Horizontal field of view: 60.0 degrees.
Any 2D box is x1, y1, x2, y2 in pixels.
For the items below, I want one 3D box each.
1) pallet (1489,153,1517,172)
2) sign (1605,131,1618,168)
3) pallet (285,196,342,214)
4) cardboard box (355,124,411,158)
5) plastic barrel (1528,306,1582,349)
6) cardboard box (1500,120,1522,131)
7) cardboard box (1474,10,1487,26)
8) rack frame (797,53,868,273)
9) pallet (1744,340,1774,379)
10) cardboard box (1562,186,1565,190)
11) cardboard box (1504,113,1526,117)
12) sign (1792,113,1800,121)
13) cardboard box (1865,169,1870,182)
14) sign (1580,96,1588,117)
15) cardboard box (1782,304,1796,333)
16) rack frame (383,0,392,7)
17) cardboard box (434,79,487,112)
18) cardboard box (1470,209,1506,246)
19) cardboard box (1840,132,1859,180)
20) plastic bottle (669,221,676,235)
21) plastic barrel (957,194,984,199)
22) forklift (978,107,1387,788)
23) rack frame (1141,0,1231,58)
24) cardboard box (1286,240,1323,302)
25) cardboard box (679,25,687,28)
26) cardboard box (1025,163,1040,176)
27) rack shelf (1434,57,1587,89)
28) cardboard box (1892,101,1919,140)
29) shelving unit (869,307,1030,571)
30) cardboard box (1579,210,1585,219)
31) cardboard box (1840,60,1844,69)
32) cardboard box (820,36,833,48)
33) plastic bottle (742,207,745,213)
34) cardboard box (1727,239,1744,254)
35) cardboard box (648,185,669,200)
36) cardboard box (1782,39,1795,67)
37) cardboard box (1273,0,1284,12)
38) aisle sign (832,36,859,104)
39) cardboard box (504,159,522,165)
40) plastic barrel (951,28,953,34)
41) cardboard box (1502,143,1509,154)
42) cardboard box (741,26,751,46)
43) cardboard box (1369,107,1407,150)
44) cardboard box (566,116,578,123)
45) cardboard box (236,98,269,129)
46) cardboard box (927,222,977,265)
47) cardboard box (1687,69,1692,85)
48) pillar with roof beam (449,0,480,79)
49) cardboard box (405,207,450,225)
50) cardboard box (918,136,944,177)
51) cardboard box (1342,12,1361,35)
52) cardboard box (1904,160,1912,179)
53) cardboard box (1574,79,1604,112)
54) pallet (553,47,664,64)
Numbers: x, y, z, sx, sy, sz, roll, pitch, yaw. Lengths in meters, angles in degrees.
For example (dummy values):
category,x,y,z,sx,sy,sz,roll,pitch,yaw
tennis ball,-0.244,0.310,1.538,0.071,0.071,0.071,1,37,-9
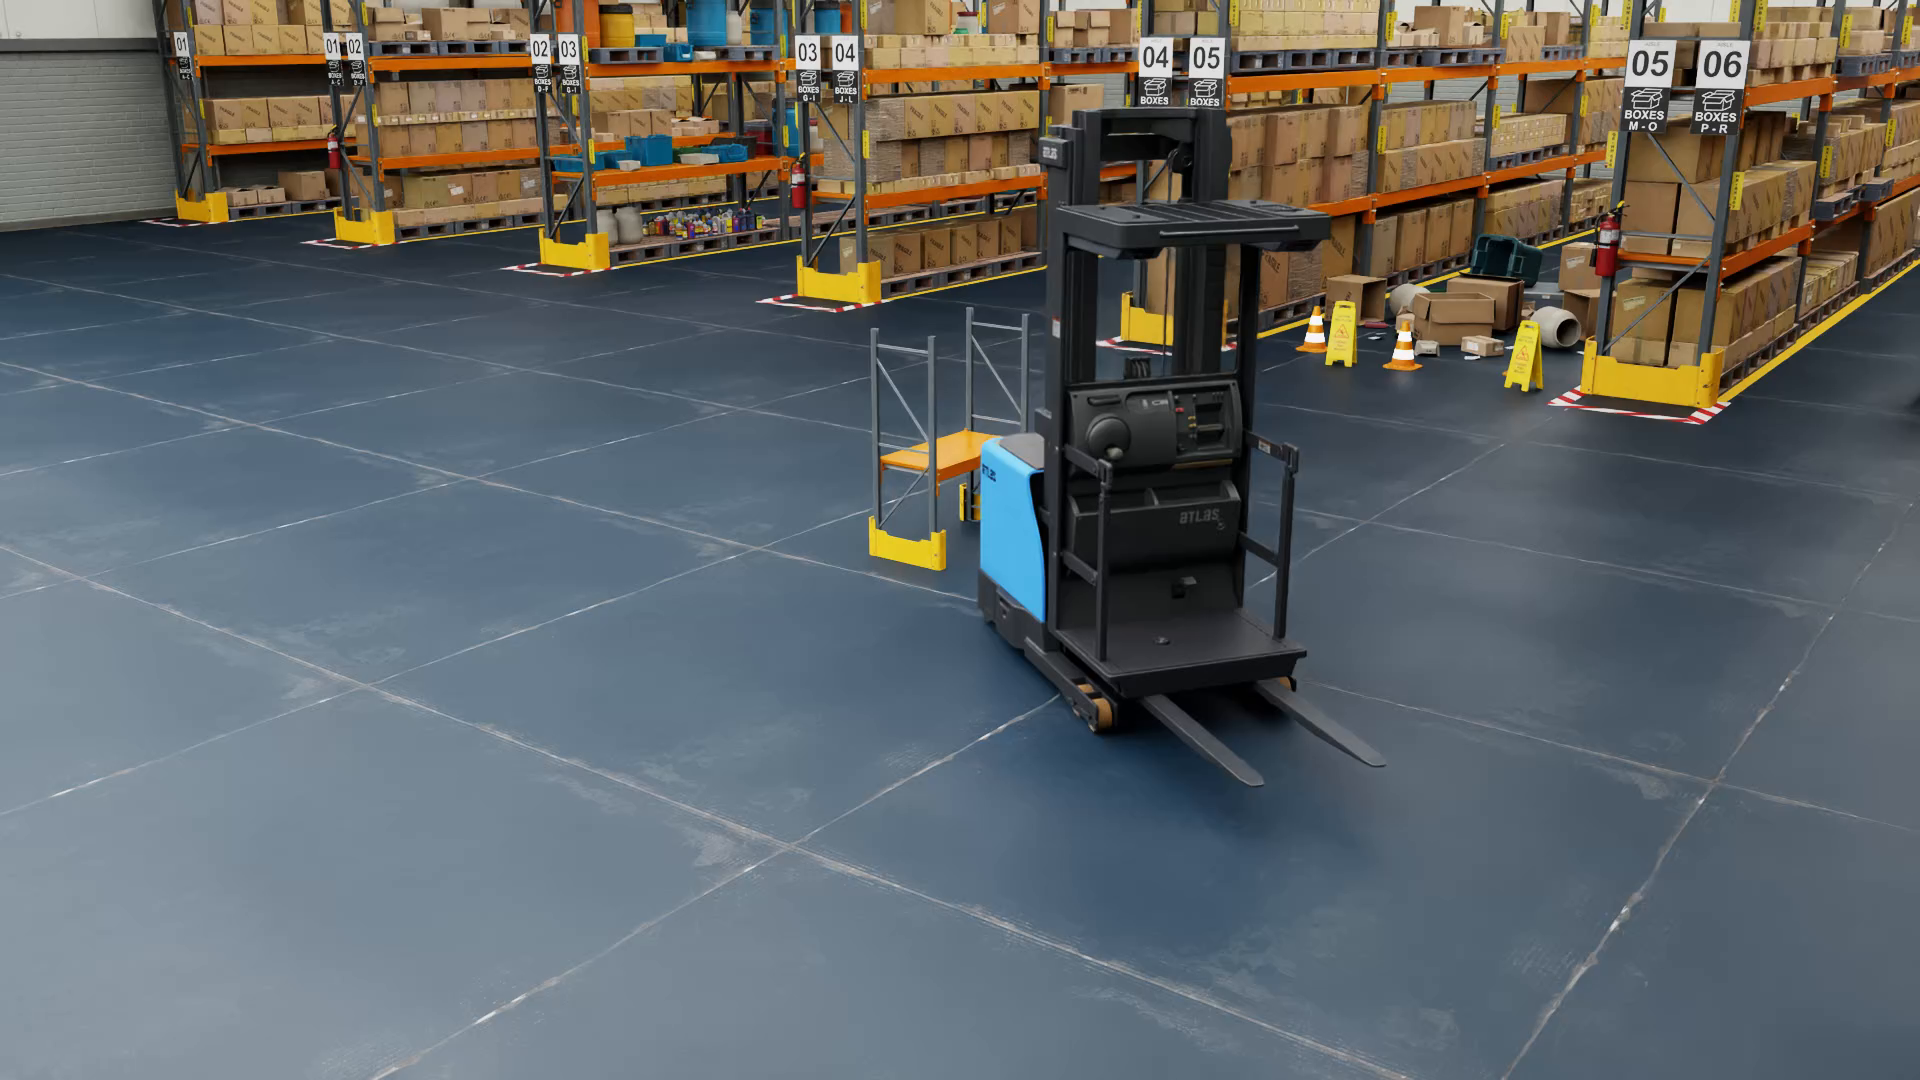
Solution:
category,x,y,z,sx,sy,sz,roll,pitch,yaw
pallet,7.445,-5.599,24.540,1.213,0.211,1.003,12,21,35
sign,5.941,-3.553,15.142,0.100,0.325,0.005,12,21,35
pallet,-12.233,-6.286,31.131,1.003,0.211,1.213,12,21,35
cardboard box,-9.249,-6.406,26.644,0.700,0.500,0.500,12,21,35
plastic barrel,6.389,-2.275,17.857,0.421,0.421,0.512,-4,18,-13
cardboard box,8.162,-6.193,24.840,0.380,0.149,0.250,14,22,37
cardboard box,7.432,-7.615,24.191,0.396,0.266,0.258,12,21,35
rack frame,-1.584,-4.497,20.668,1.000,3.000,0.127,12,21,35
pallet,7.660,-1.909,17.036,1.003,0.211,1.213,12,21,35
cardboard box,10.210,-6.033,28.708,0.380,0.149,0.250,12,21,33
cardboard box,8.885,-6.807,26.819,0.380,0.149,0.250,14,22,37
sign,10.694,-5.302,21.307,0.100,0.325,0.005,12,21,35
cardboard box,10.763,-4.409,20.101,0.380,0.149,0.250,11,20,32
sign,9.937,-6.911,26.488,0.100,0.325,0.005,12,21,35
cardboard box,8.621,-2.398,17.836,0.500,0.250,0.500,14,22,37
rack frame,-11.135,-10.941,31.302,1.000,3.000,0.127,12,21,35
cardboard box,-8.311,-7.403,27.670,0.700,0.500,0.500,12,21,35
cardboard box,7.732,-4.633,24.610,0.500,0.500,0.500,11,21,32
cardboard box,9.871,-4.385,18.928,0.500,0.500,0.500,12,21,34
plastic bottle,-4.454,-4.832,25.722,0.097,0.201,0.097,0,17,0
plastic barrel,0.155,-6.715,31.169,0.600,0.588,0.708,12,21,35
forklift,1.067,-0.590,8.202,1.130,2.935,3.031,-6,18,-18
rack frame,2.339,-6.462,16.879,1.000,3.000,0.127,12,21,35
cardboard box,3.757,-3.383,19.953,0.875,0.875,0.875,13,21,35
cardboard box,-6.149,-11.795,38.487,0.500,0.250,0.500,13,21,35
cardboard box,0.907,-5.227,23.441,0.380,0.149,0.250,12,21,35
rack shelf,8.297,-7.068,25.100,1.077,0.370,4.000,12,21,35
cardboard box,13.158,-5.854,23.183,0.500,0.500,0.500,13,21,36
shelving unit,-0.045,-0.698,10.963,0.587,1.500,1.083,12,21,35
cardboard box,10.229,-5.456,27.854,0.380,0.149,0.250,12,21,34
cardboard box,10.255,-5.765,19.519,0.797,0.503,0.637,12,21,35
cardboard box,-1.669,-6.170,20.577,0.380,0.149,0.250,12,21,35
plastic bottle,-3.447,-5.092,26.306,0.144,0.351,0.185,12,21,35
cardboard box,7.105,-2.782,15.568,0.380,0.149,0.250,12,21,33
cardboard box,-5.799,-6.508,31.070,0.500,0.250,0.500,13,21,36
cardboard box,7.484,-4.568,15.588,0.500,0.250,0.500,13,22,36
cardboard box,3.247,-5.742,17.822,0.380,0.149,0.250,13,21,35
aisle sign,-1.380,-5.671,20.065,0.394,0.787,0.004,12,21,35
cardboard box,-9.539,-7.762,34.655,0.700,0.500,0.500,12,21,35
plastic barrel,-0.274,-9.126,30.042,0.301,0.262,0.301,0,17,0
cardboard box,7.855,-5.782,24.521,0.380,0.149,0.250,14,22,37
cardboard box,-4.538,-9.744,32.338,0.910,0.500,0.500,12,21,35
cardboard box,5.318,-5.317,21.453,0.700,0.500,0.500,12,21,34
cardboard box,-8.370,-8.956,35.415,0.380,0.149,0.250,12,21,34
cardboard box,-12.690,-7.596,29.601,0.500,0.500,0.500,12,21,35
cardboard box,-0.113,-4.069,22.796,0.500,0.500,0.500,10,20,30
cardboard box,6.484,-4.258,15.264,0.380,0.149,0.250,13,21,35
pillar with roof beam,-6.764,-10.976,31.416,9.100,9.000,0.400,12,21,35
cardboard box,-8.745,-5.344,27.324,0.500,0.250,0.500,12,21,35
cardboard box,-0.700,-5.065,21.826,0.875,0.500,0.500,12,21,35
cardboard box,4.334,-6.018,19.381,0.500,0.250,0.500,12,21,34
cardboard box,12.839,-5.143,23.002,0.500,0.250,0.500,12,21,33
cardboard box,10.250,-7.313,27.379,0.500,0.500,0.500,12,21,33
pallet,-4.991,-6.895,23.649,1.003,0.211,1.213,12,21,35
